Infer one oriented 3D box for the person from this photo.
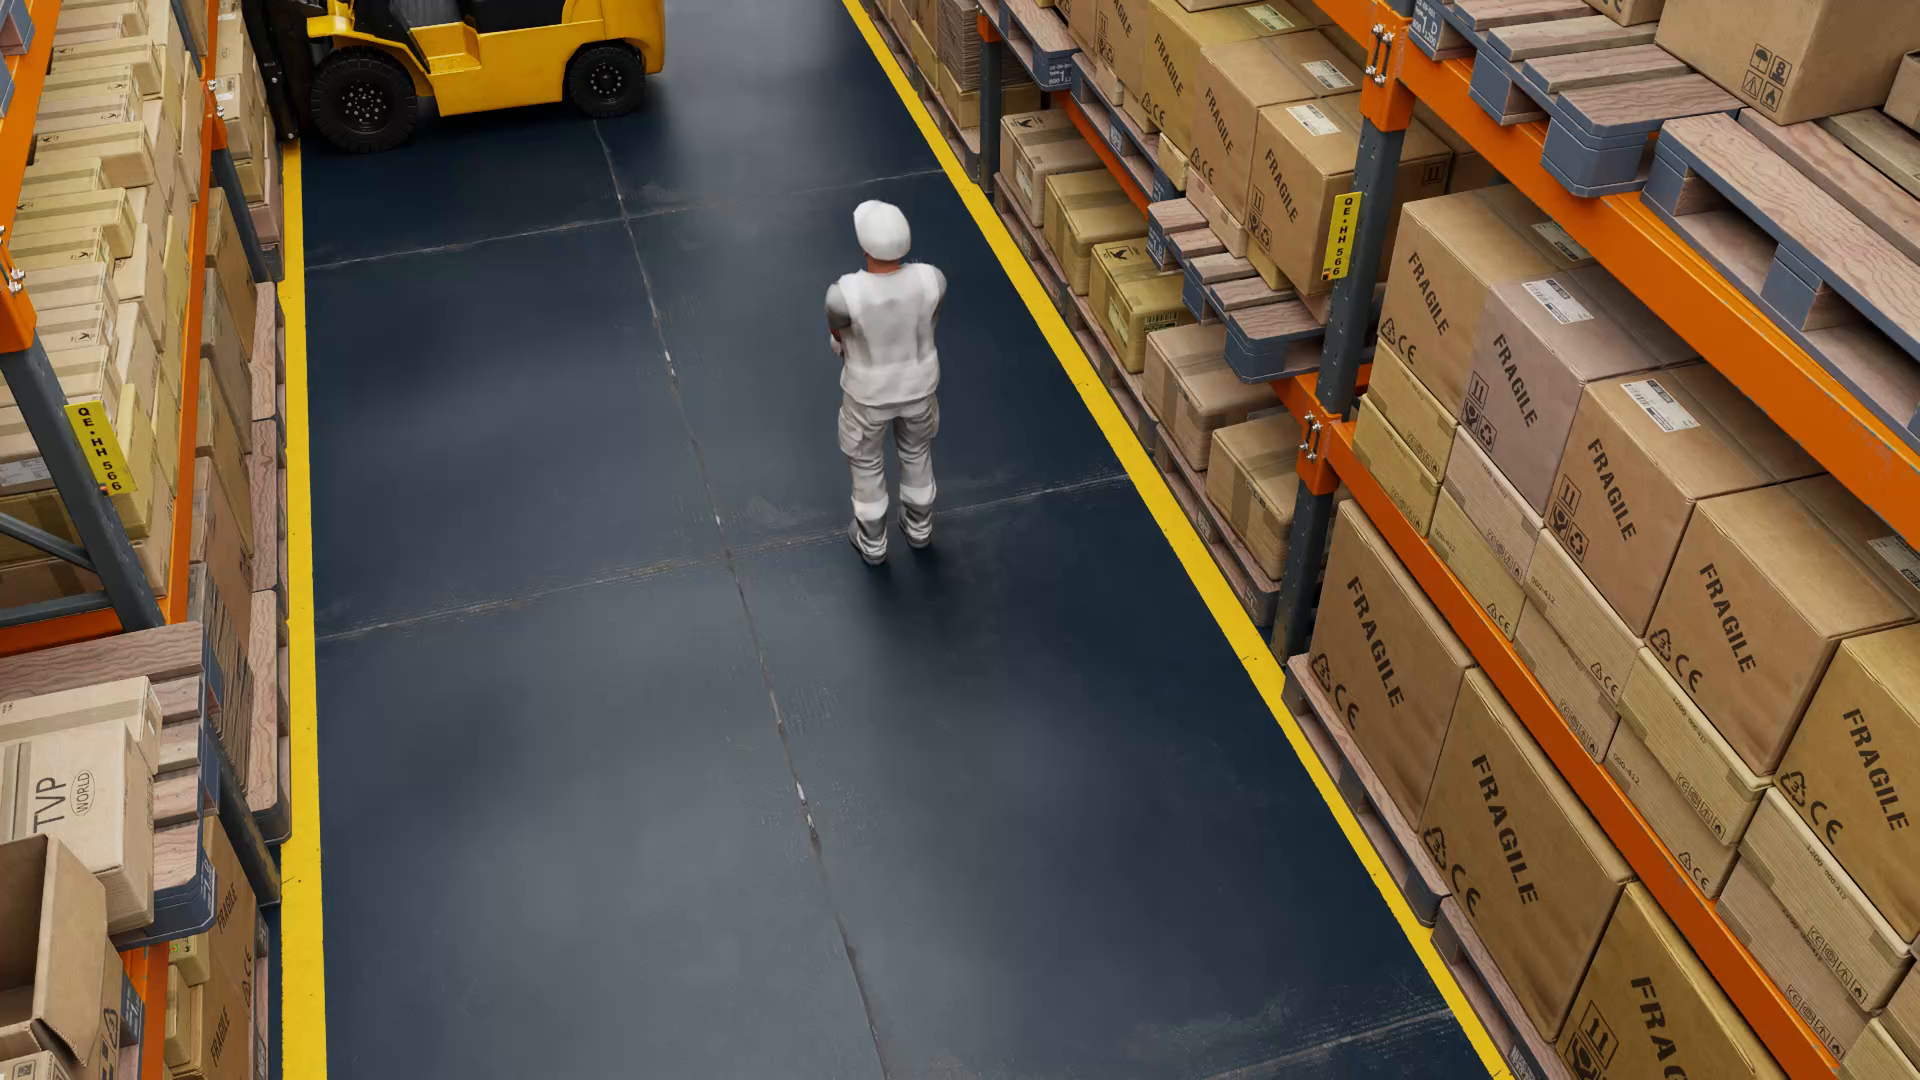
[{"bbox_3d":[-0.327,-0.692,6.920,0.493,1.782,0.571,-11,43,-12],"label":"person"}]
